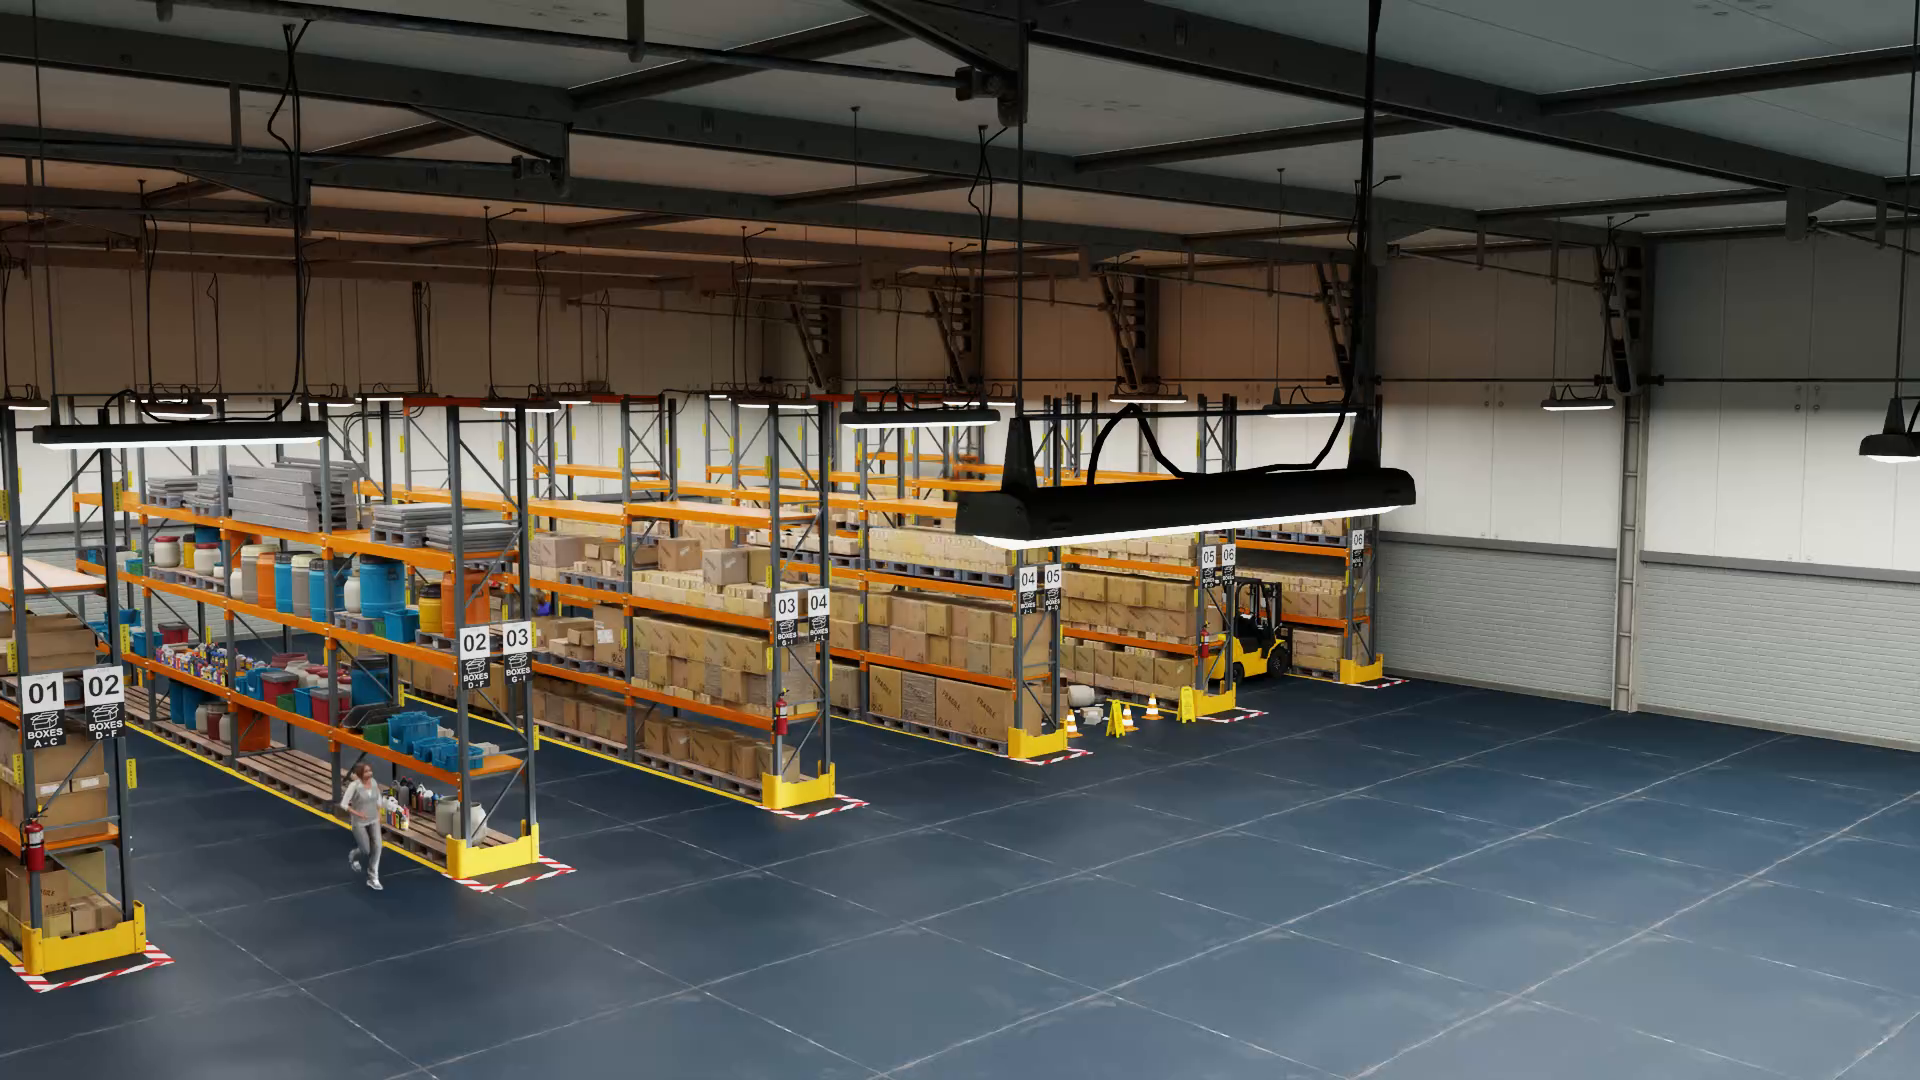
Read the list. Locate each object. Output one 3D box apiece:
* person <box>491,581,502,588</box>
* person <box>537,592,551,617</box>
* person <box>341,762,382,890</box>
[{"bbox_3d":[-10.903,1.789,38.482,0.778,1.679,0.686,-1,6,-11],"label":"person"},{"bbox_3d":[-9.267,1.971,36.835,0.586,1.671,0.738,-4,7,-33],"label":"person"},{"bbox_3d":[-7.468,3.553,20.822,0.678,1.590,0.575,5,7,42],"label":"person"}]
